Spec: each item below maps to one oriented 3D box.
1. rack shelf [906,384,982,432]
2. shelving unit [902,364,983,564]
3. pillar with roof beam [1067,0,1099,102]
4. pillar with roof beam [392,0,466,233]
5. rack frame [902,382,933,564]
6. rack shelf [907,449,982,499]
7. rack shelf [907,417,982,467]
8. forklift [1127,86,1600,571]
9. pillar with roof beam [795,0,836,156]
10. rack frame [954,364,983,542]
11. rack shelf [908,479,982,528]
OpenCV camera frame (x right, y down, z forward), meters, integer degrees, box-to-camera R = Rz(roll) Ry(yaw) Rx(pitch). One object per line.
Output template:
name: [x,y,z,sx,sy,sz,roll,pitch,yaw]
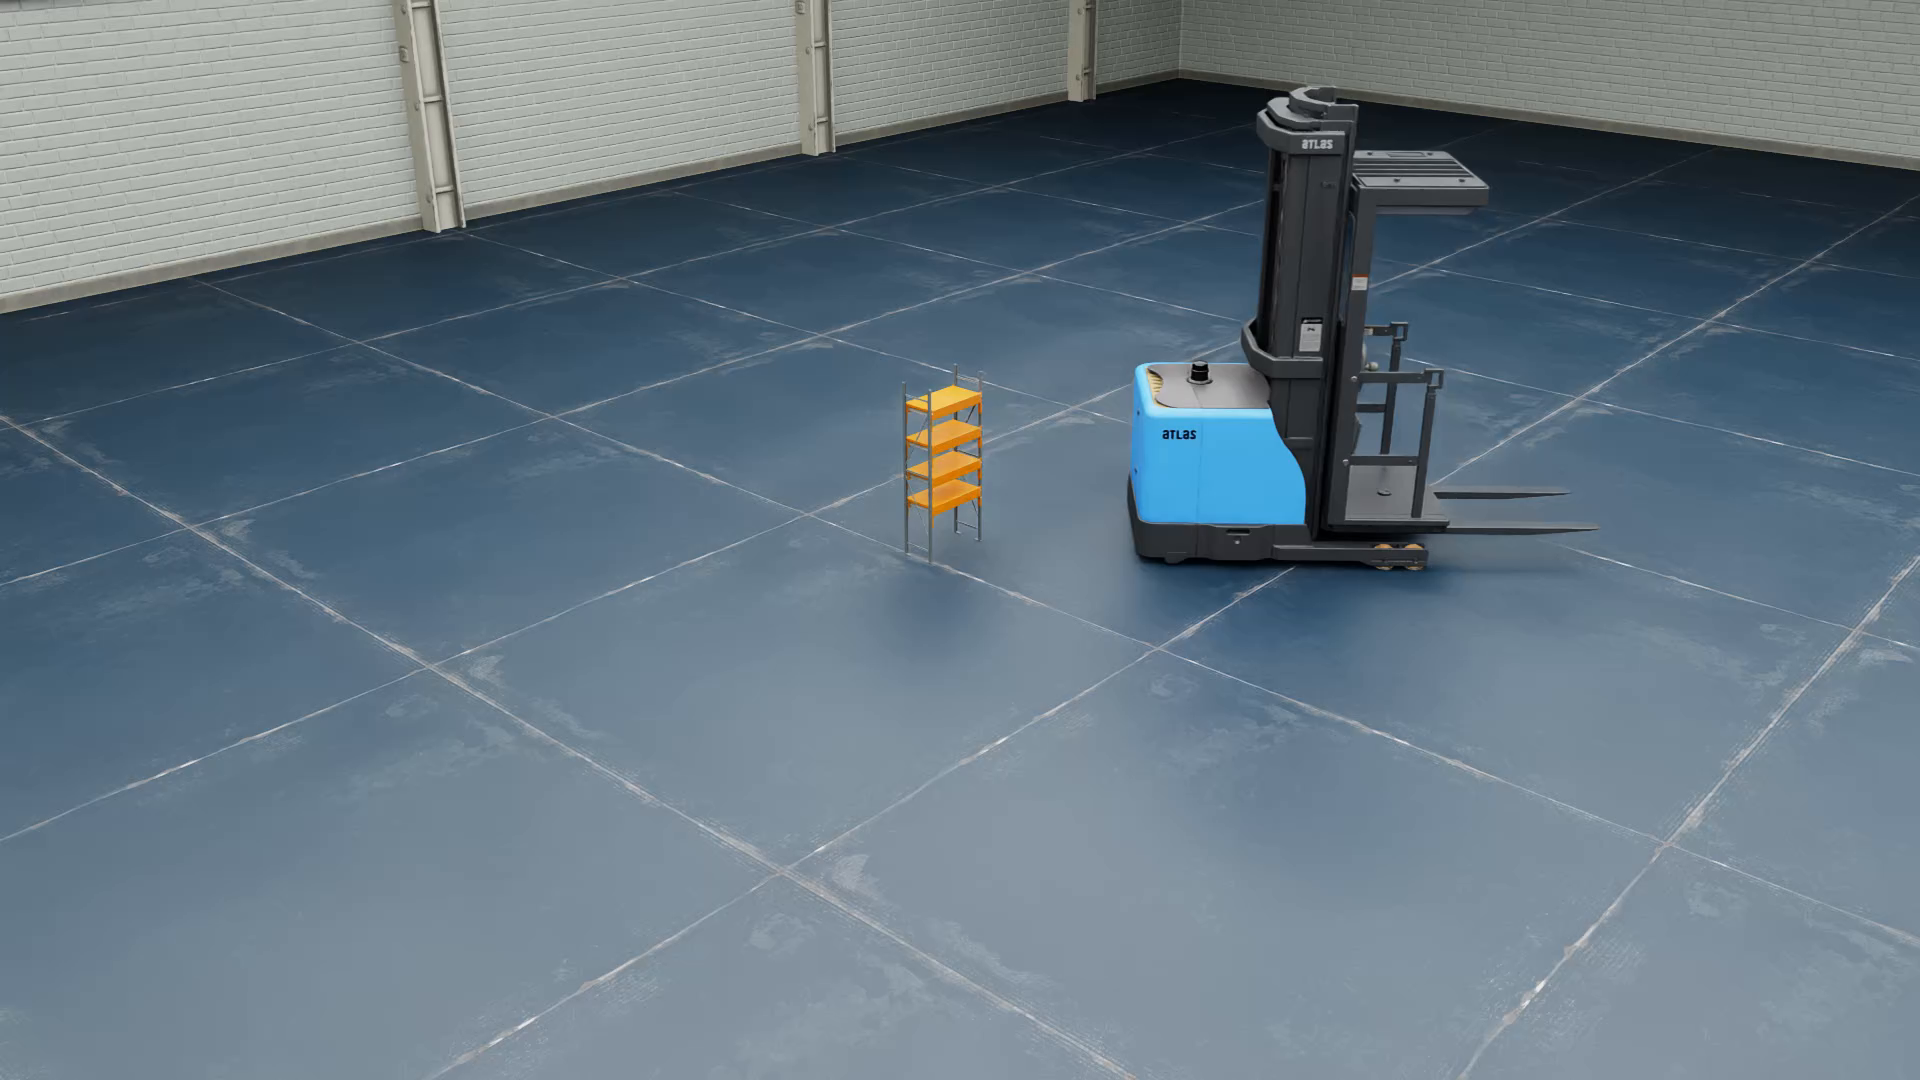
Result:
rack shelf: [-0.110,-0.856,10.731,0.258,0.148,0.480,20,31,38]
shelving unit: [-0.110,-0.497,10.892,0.258,1.200,0.503,20,31,38]
pillar with roof beam: [5.211,-10.223,23.051,9.100,9.000,0.400,20,31,38]
pillar with roof beam: [-2.797,-6.567,14.897,9.100,9.000,0.400,20,31,38]
rack frame: [-0.273,-0.423,10.726,0.240,1.200,0.015,20,31,38]
rack shelf: [-0.110,-0.436,10.920,0.258,0.148,0.480,20,31,38]
rack shelf: [-0.110,-0.640,10.828,0.258,0.148,0.480,20,31,38]
forklift: [2.680,-1.361,10.702,3.031,2.935,1.130,1,24,1]
pillar with roof beam: [1.207,-8.395,18.974,9.100,9.000,0.400,20,31,38]
rack frame: [0.052,-0.571,11.058,0.240,1.200,0.015,20,31,38]
rack shelf: [-0.110,-0.254,11.001,0.258,0.148,0.480,20,31,38]
